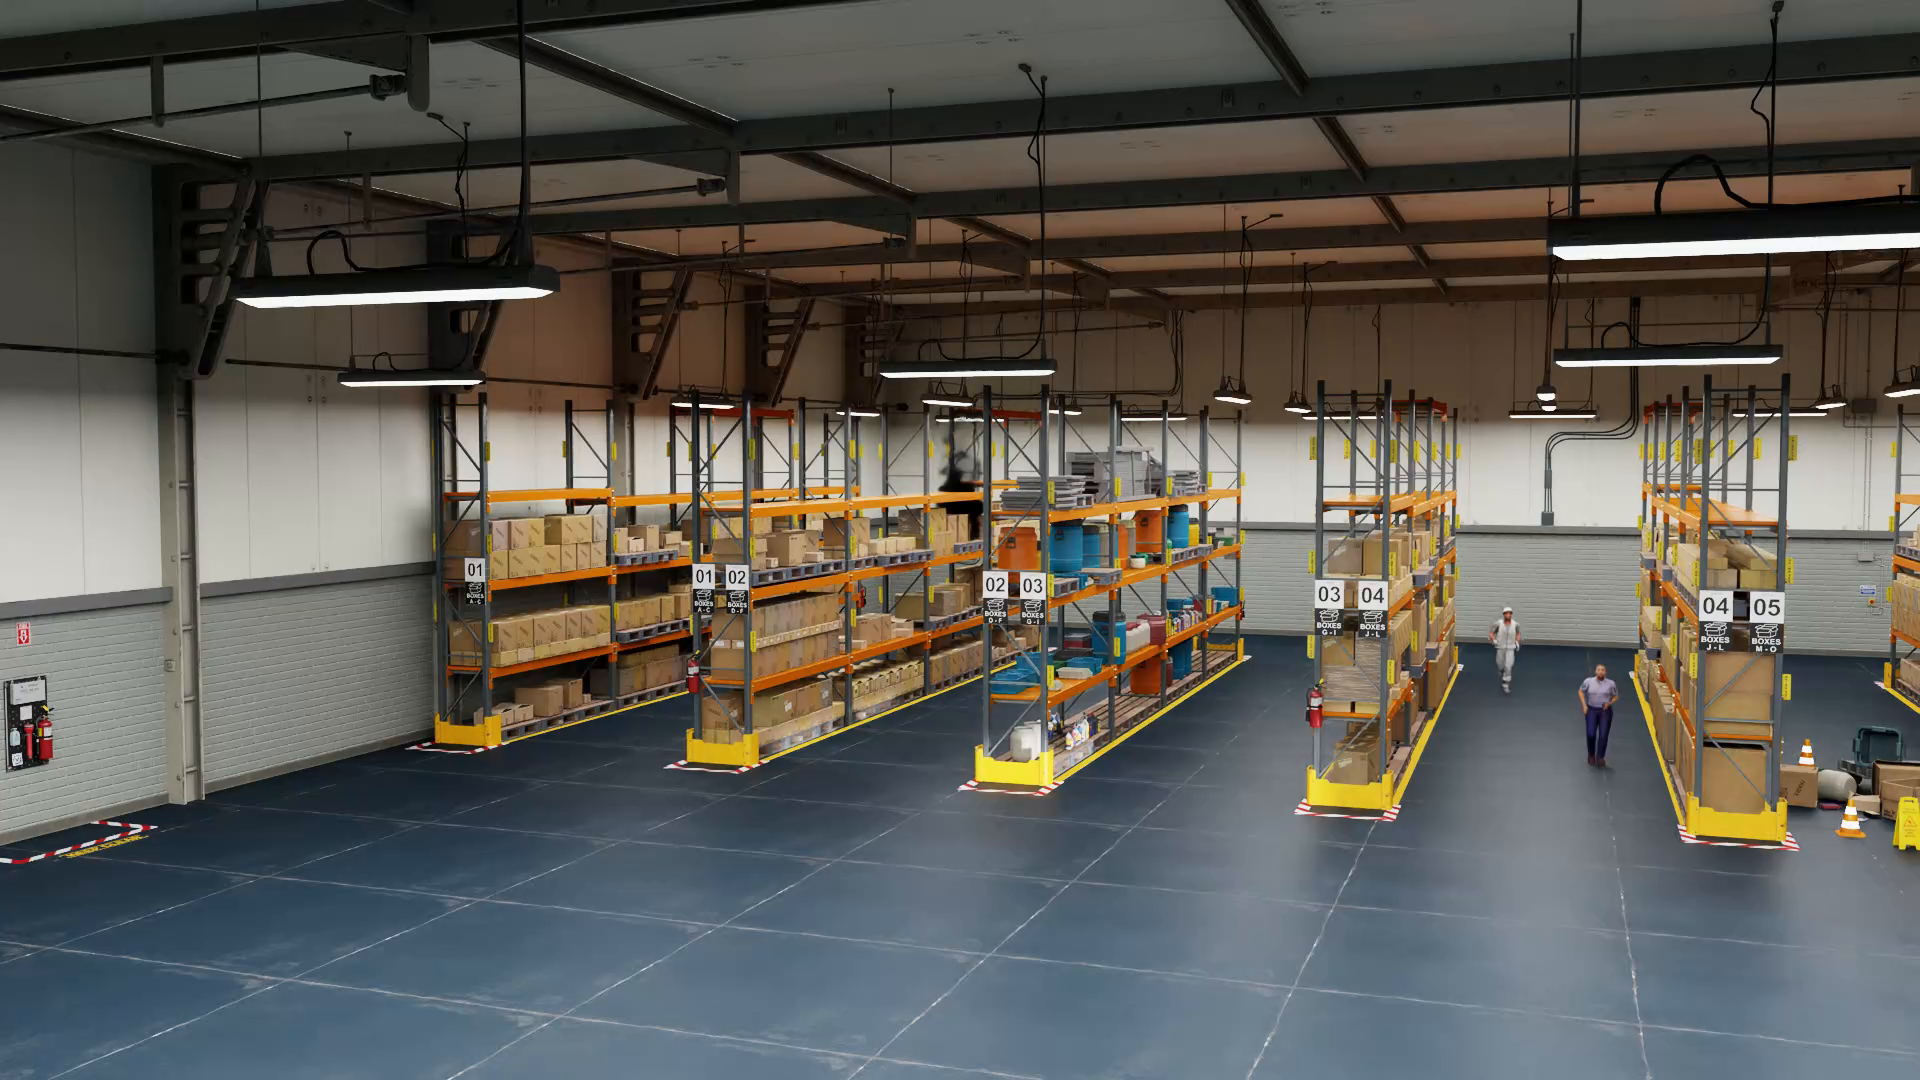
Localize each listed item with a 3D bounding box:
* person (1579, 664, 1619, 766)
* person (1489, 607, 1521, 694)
[{"bbox_3d":[10.159,2.796,26.462,0.593,1.659,0.555,1,3,19],"label":"person"},{"bbox_3d":[11.373,2.284,34.680,0.649,1.770,0.738,1,3,13],"label":"person"}]
